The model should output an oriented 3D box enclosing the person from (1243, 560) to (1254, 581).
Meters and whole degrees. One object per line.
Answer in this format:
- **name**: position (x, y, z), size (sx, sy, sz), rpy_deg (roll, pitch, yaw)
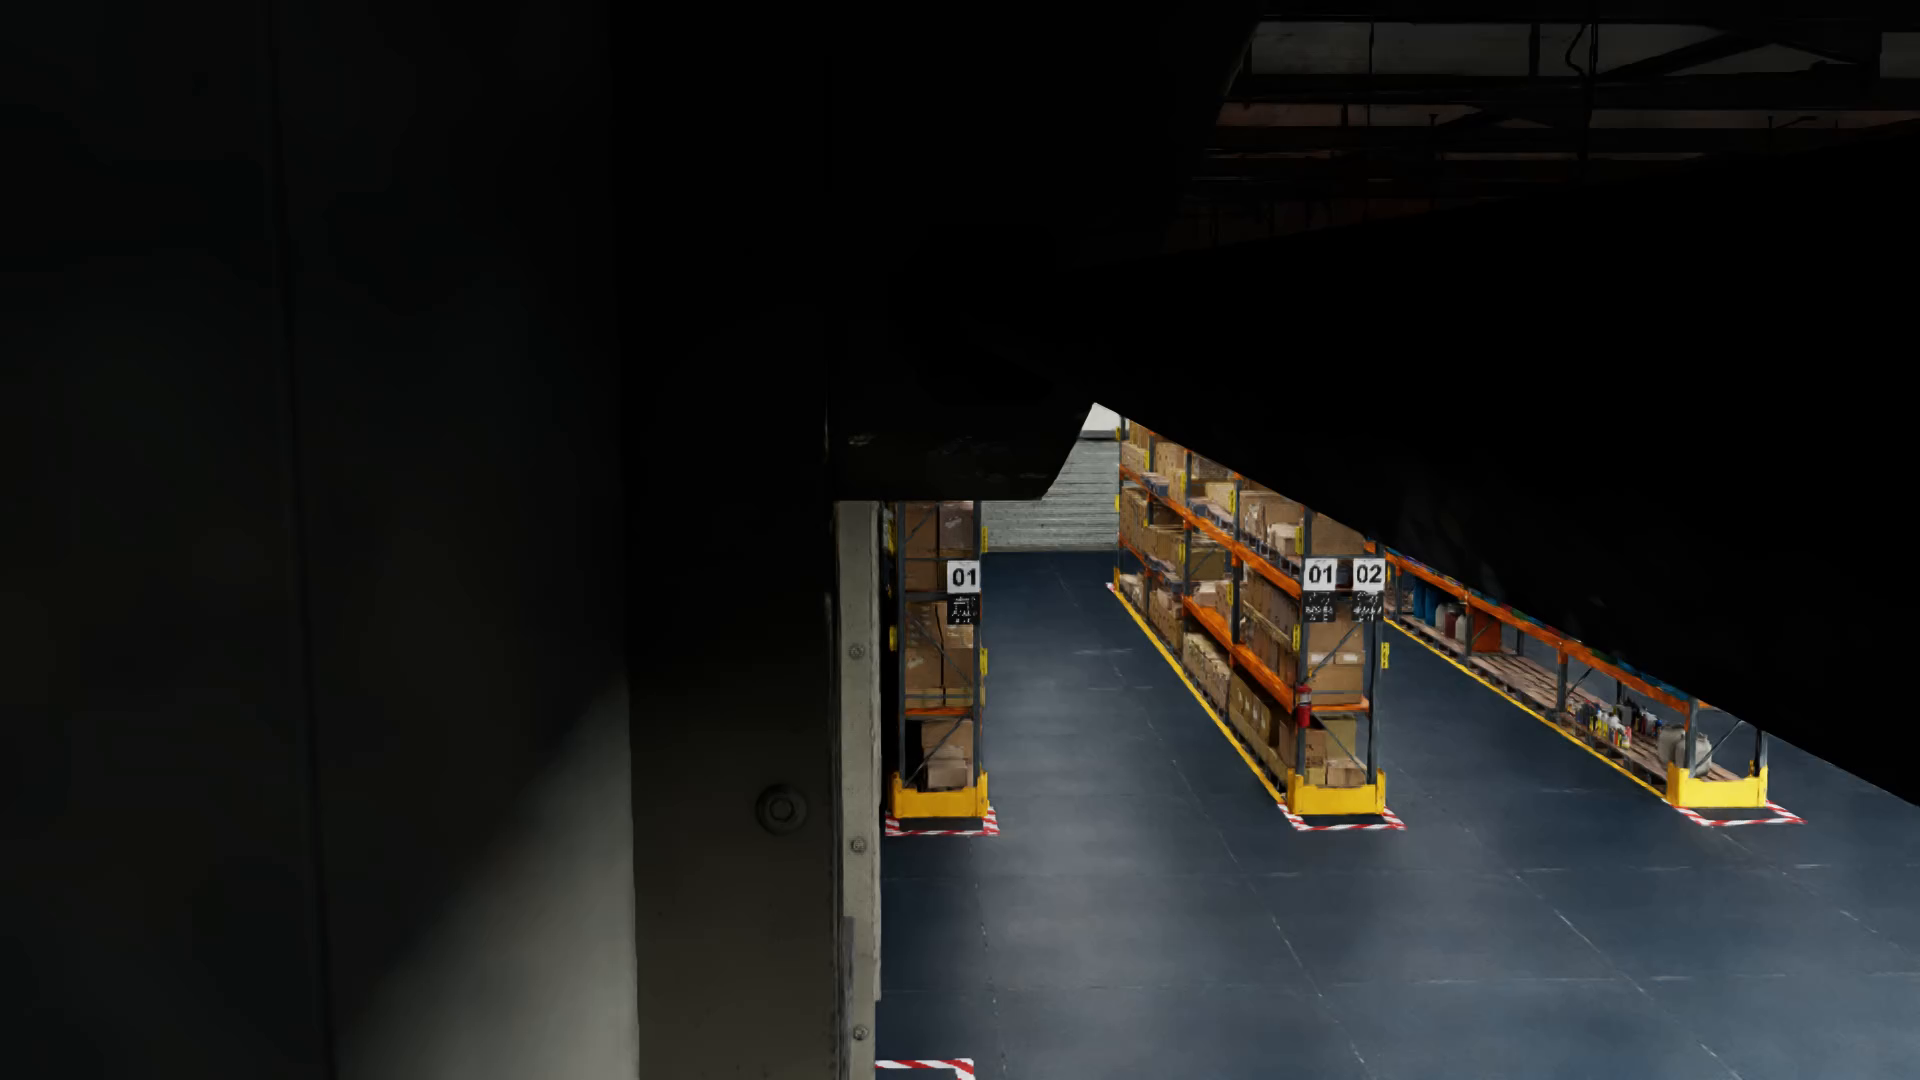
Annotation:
- **person**: position (5.722, 0.814, 32.754), size (0.461, 1.623, 0.999), rpy_deg (0, 8, -3)
